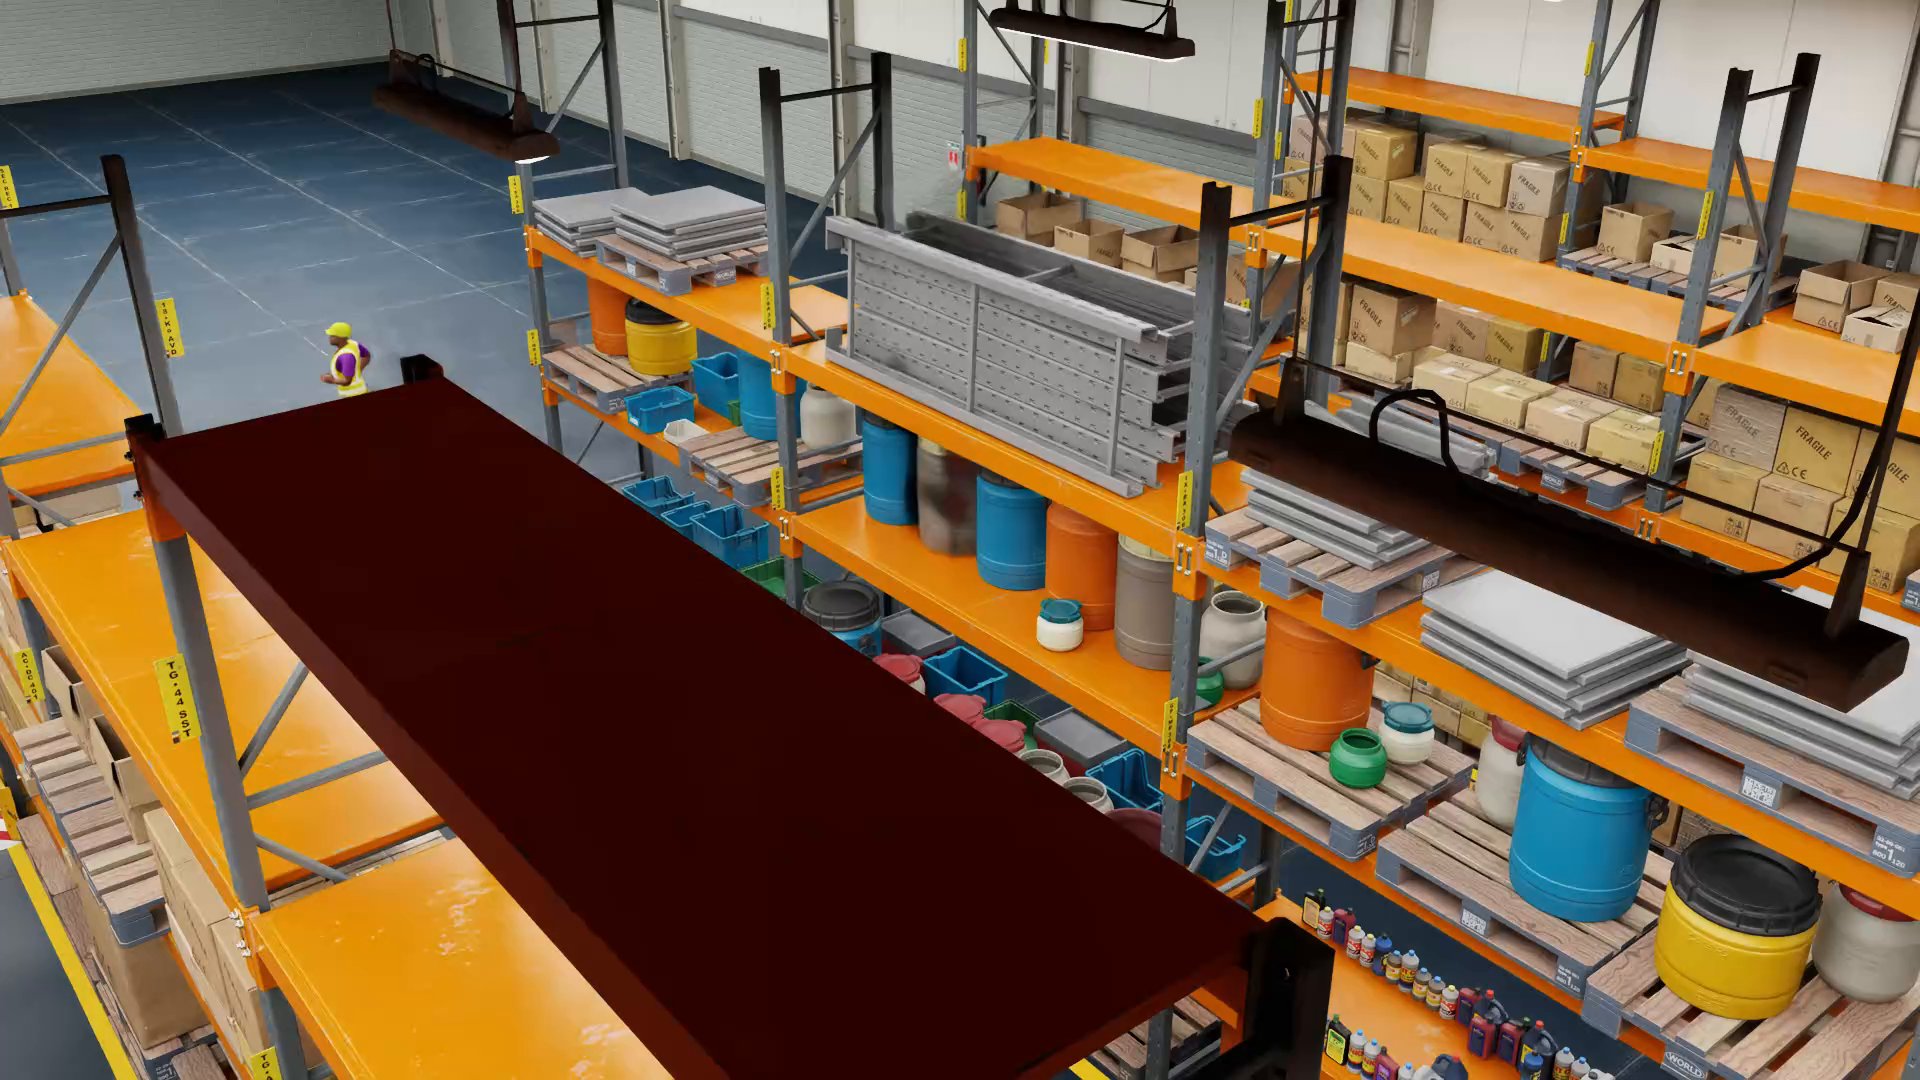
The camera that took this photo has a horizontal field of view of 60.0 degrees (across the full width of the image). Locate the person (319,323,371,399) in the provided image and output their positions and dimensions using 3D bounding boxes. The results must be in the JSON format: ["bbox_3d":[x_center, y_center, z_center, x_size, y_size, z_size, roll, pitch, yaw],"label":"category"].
[{"bbox_3d":[-7.227,-1.733,19.763,0.895,1.774,0.708,-9,27,-18],"label":"person"}]
